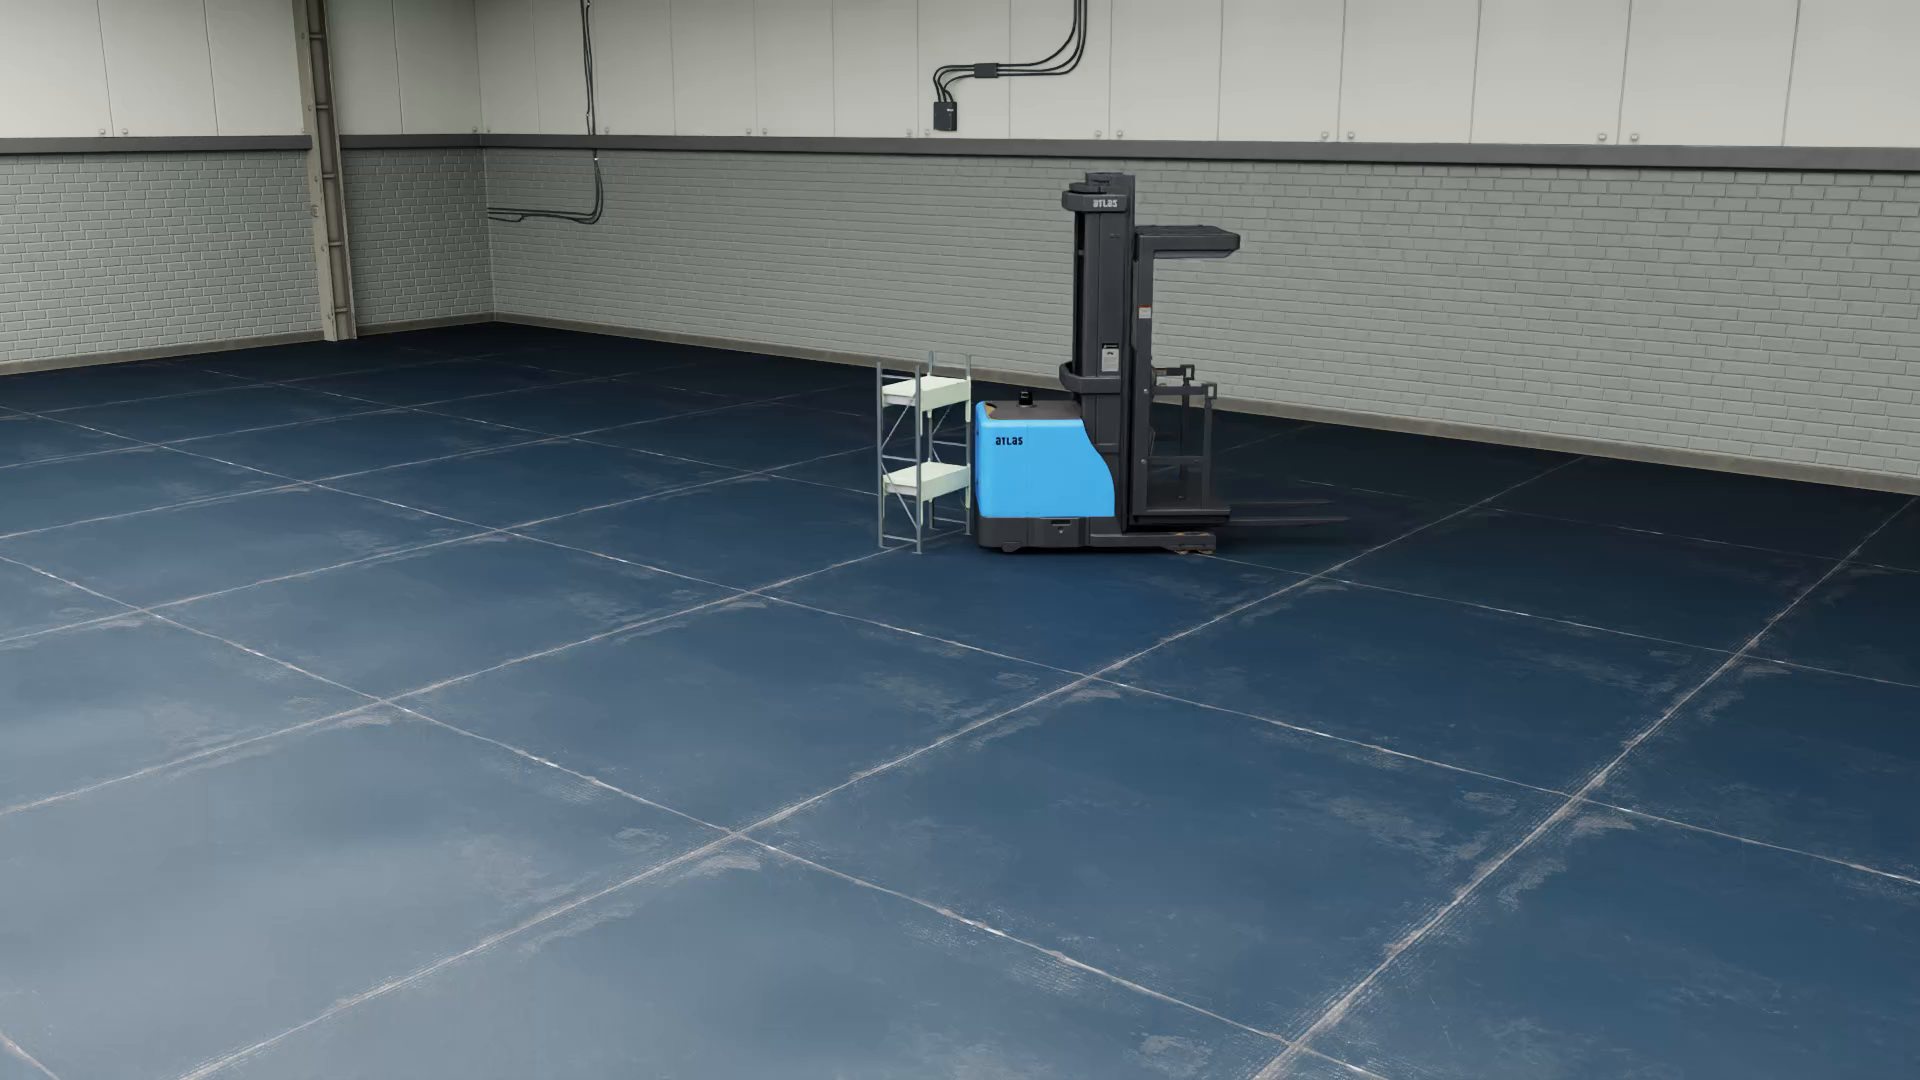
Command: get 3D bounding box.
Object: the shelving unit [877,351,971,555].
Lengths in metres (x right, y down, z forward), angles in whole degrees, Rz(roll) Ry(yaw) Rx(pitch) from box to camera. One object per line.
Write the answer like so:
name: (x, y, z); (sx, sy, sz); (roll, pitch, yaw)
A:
shelving unit: (-0.281, -0.714, 13.389); (0.431, 1.500, 0.755); (9, 17, 31)

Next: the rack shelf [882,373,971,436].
rack shelf: (-0.281, -1.093, 13.293); (0.431, 0.370, 0.720); (9, 17, 31)

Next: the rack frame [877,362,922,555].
rack frame: (-0.477, -0.638, 13.090); (0.400, 1.500, 0.023); (9, 17, 31)

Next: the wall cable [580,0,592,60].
wall cable: (-4.693, -8.383, 24.395); (3.097, 2.526, 0.112); (11, 18, 38)

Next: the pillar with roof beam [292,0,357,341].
pillar with roof beam: (-6.329, -6.833, 22.244); (9.100, 9.000, 0.400); (11, 18, 38)

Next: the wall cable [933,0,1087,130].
wall cable: (0.577, -8.035, 20.068); (2.305, 6.003, 0.169); (11, 18, 38)

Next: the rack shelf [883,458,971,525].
rack shelf: (-0.281, -0.398, 13.469); (0.431, 0.370, 0.720); (9, 17, 31)

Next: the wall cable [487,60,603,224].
wall cable: (-6.797, -6.354, 26.664); (3.097, 2.526, 0.112); (11, 18, 38)

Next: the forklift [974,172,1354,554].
forklift: (1.646, -1.437, 13.327); (3.031, 2.935, 1.130); (-1, 14, -2)

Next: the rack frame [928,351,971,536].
rack frame: (-0.084, -0.790, 13.688); (0.400, 1.500, 0.023); (9, 17, 31)
